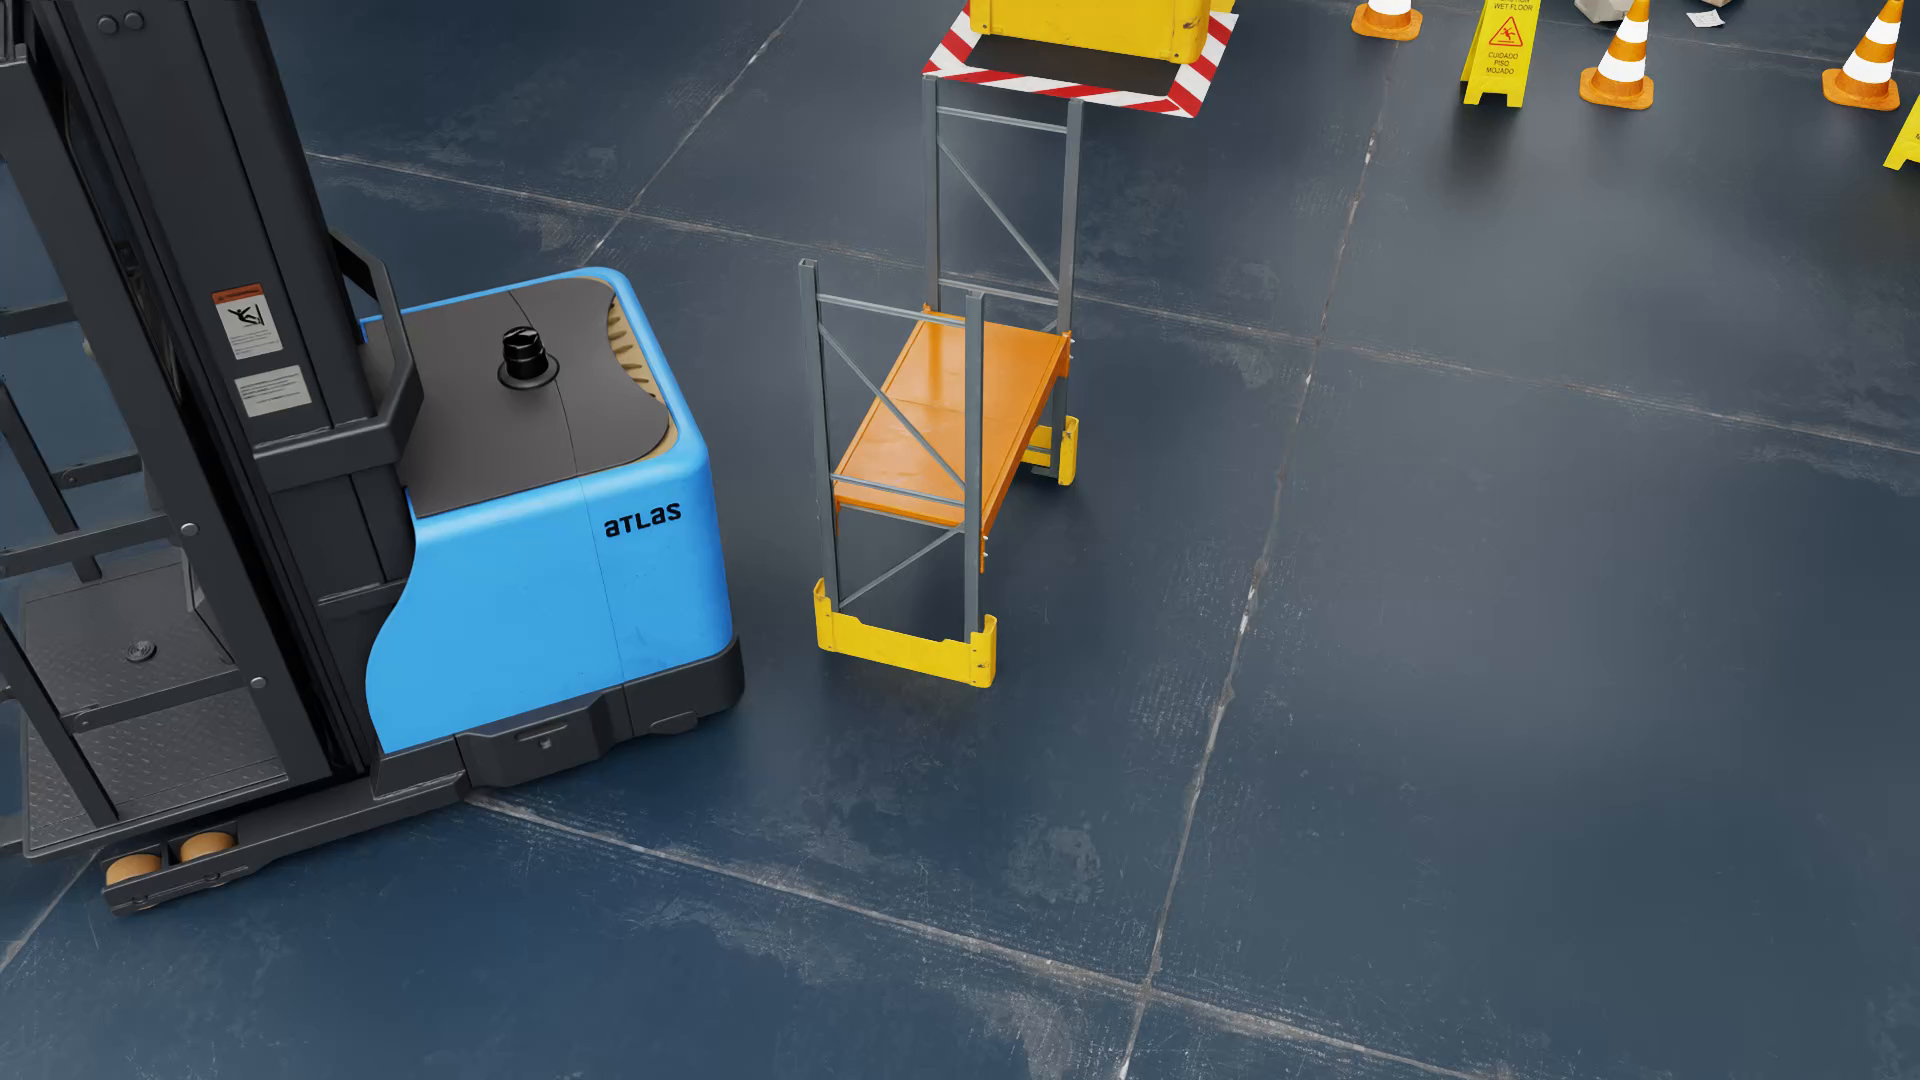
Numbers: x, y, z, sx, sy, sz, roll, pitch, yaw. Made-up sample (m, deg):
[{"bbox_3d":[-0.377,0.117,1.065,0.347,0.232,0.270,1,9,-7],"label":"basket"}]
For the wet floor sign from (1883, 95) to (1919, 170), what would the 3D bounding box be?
[{"bbox_3d":[4.320,-1.916,7.247,0.267,0.644,0.232,28,51,26],"label":"wet floor sign"}]

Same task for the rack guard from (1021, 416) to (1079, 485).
[{"bbox_3d":[0.128,-0.370,5.950,0.587,0.250,0.087,13,46,13],"label":"rack guard"}]

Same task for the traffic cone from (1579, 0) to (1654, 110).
[{"bbox_3d":[3.137,-2.320,7.790,0.336,0.463,0.334,13,46,13],"label":"traffic cone"}]

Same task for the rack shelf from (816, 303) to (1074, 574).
[{"bbox_3d":[-0.026,-0.351,5.293,0.538,0.185,1.000,13,46,13],"label":"rack shelf"}]

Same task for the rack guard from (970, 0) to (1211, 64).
[{"bbox_3d":[0.641,-2.730,8.182,1.175,0.500,0.348,13,46,13],"label":"rack guard"}]

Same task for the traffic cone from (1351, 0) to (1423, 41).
[{"bbox_3d":[2.163,-2.786,8.266,0.336,0.463,0.334,13,46,13],"label":"traffic cone"}]

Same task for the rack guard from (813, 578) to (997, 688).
[{"bbox_3d":[-0.174,0.293,5.271,0.587,0.250,0.087,13,46,13],"label":"rack guard"}]

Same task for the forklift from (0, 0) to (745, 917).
[{"bbox_3d":[-2.237,-0.428,4.092,3.031,2.935,1.130,-16,47,-16],"label":"forklift"}]

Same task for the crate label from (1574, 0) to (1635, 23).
[{"bbox_3d":[3.316,-2.740,8.452,0.250,0.136,0.298,-9,45,-9],"label":"crate label"}]

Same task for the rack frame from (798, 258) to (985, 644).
[{"bbox_3d":[-0.180,-0.140,4.821,0.500,1.500,0.032,13,46,13],"label":"rack frame"}]

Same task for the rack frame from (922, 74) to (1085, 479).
[{"bbox_3d":[0.128,-0.818,5.514,0.500,1.500,0.032,13,46,13],"label":"rack frame"}]

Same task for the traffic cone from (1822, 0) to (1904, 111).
[{"bbox_3d":[4.298,-2.311,7.781,0.336,0.463,0.334,13,46,13],"label":"traffic cone"}]

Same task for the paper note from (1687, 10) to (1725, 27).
[{"bbox_3d":[3.786,-2.648,8.435,0.148,0.019,0.142,-2,44,-2],"label":"paper note"}]

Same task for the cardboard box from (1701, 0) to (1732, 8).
[{"bbox_3d":[3.868,-2.940,8.648,0.250,0.149,0.380,-33,53,-29],"label":"cardboard box"}]

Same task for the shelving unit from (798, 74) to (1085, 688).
[{"bbox_3d":[-0.023,-0.485,5.174,0.587,1.500,1.083,13,46,13],"label":"shelving unit"}]

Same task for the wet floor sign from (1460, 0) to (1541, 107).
[{"bbox_3d":[2.527,-2.359,7.699,0.267,0.644,0.232,5,45,5],"label":"wet floor sign"}]
